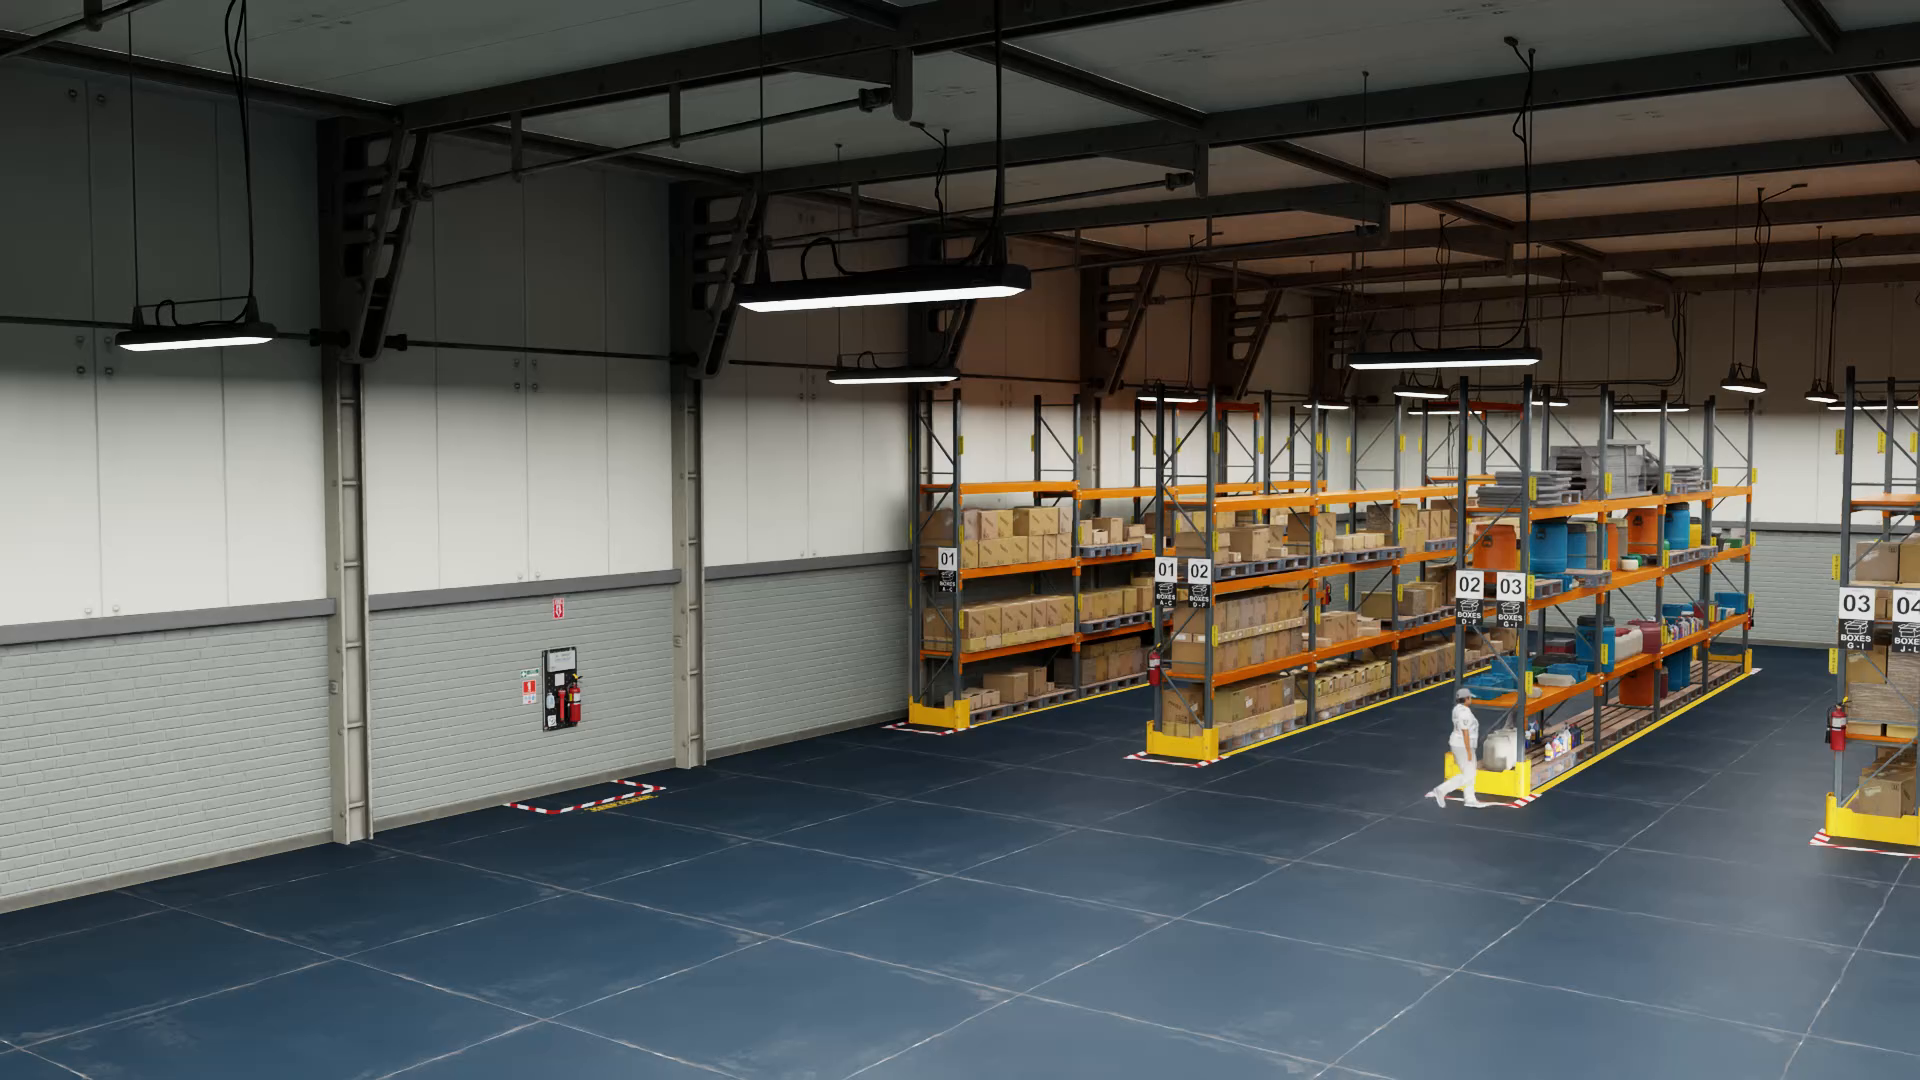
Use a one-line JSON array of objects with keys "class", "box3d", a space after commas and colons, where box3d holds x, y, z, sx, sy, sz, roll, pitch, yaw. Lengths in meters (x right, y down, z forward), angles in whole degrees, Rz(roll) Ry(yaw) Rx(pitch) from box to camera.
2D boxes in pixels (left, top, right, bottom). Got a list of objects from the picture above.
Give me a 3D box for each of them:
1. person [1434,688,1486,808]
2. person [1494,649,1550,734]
[{"class": "person", "box3d": [6.878, 2.860, 22.841, 0.743, 1.646, 0.530, 0, 3, 7]}, {"class": "person", "box3d": [9.658, 2.589, 28.512, 0.931, 1.539, 0.496, 0, 3, 9]}]
